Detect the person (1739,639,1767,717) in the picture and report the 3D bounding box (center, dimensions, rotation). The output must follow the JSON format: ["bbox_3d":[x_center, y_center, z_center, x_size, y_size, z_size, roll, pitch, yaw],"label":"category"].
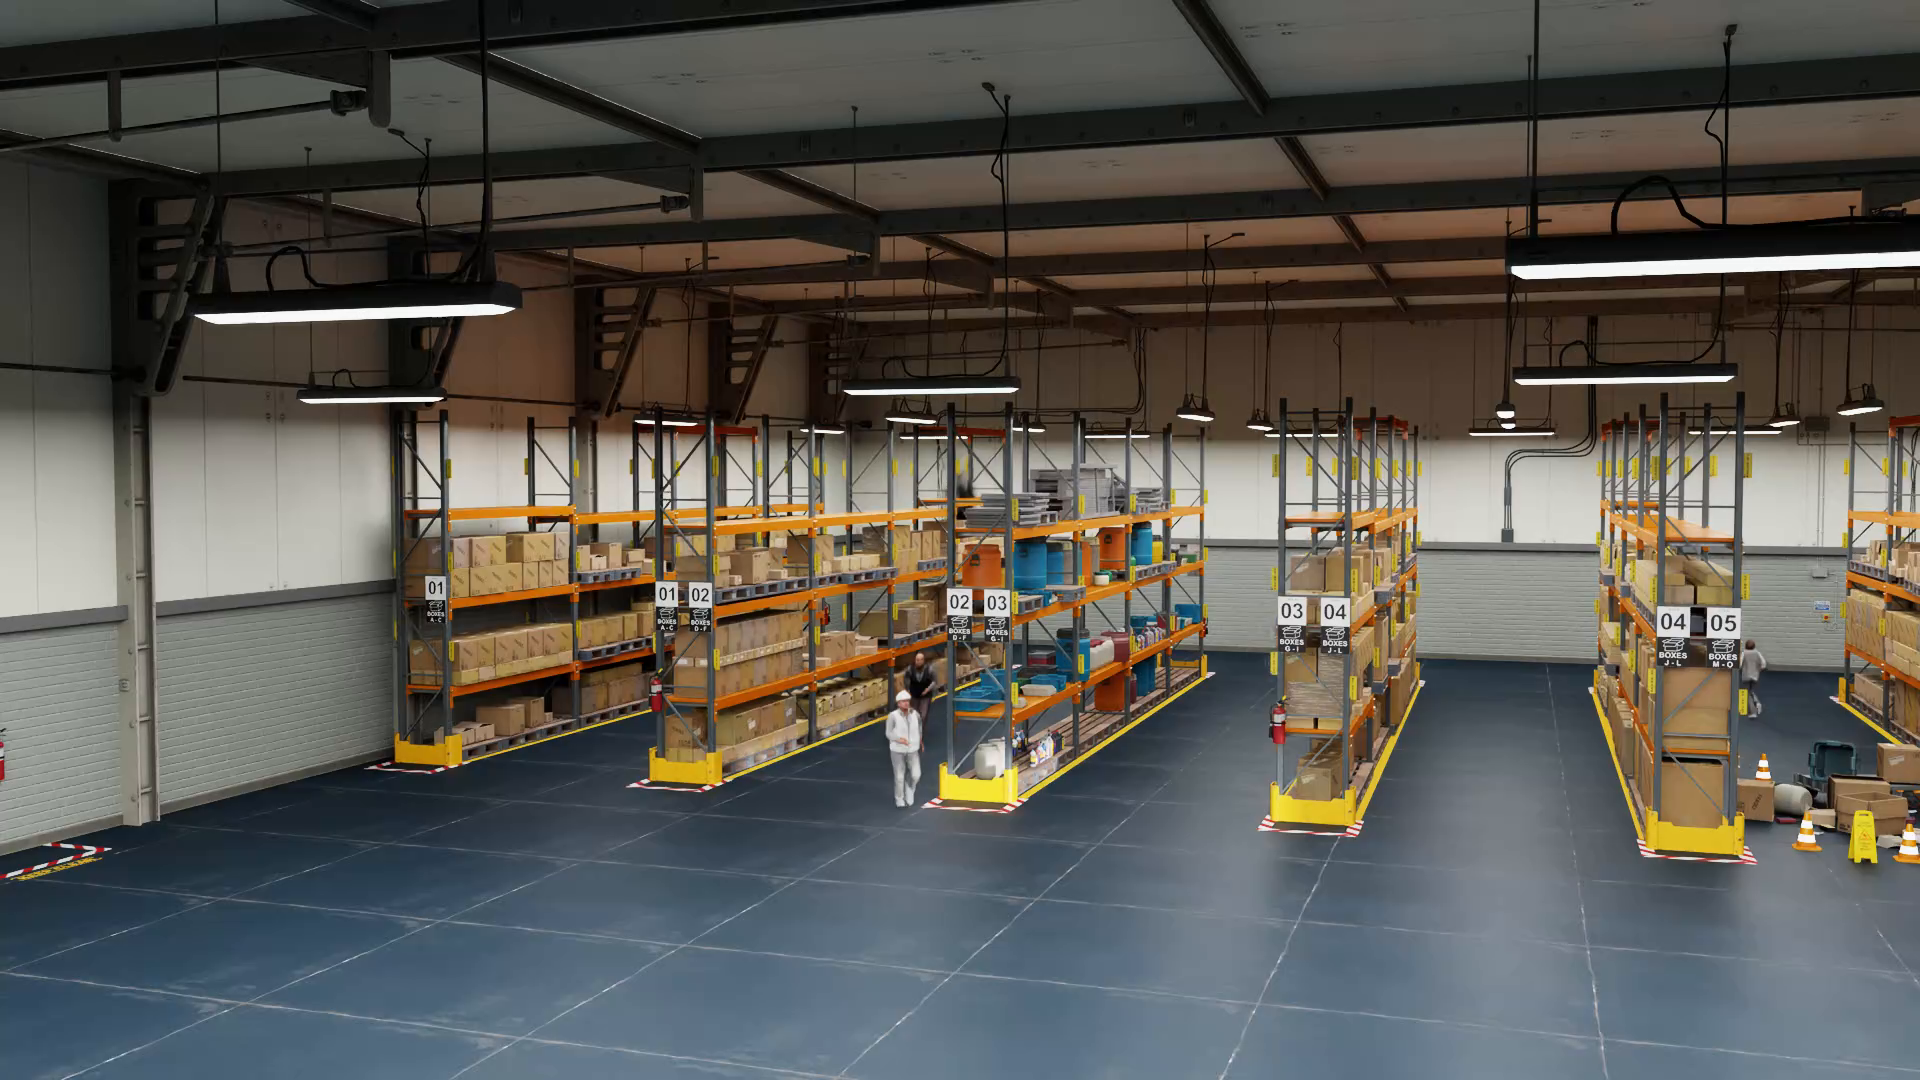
[{"bbox_3d":[15.934,2.781,33.580,0.521,1.566,0.540,0,2,4],"label":"person"}]

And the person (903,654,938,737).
[{"bbox_3d":[-0.717,2.891,30.448,0.653,1.659,0.752,0,2,0],"label":"person"}]

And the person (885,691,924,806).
[{"bbox_3d":[-0.791,3.074,24.417,0.632,1.728,0.720,-1,3,-18],"label":"person"}]
